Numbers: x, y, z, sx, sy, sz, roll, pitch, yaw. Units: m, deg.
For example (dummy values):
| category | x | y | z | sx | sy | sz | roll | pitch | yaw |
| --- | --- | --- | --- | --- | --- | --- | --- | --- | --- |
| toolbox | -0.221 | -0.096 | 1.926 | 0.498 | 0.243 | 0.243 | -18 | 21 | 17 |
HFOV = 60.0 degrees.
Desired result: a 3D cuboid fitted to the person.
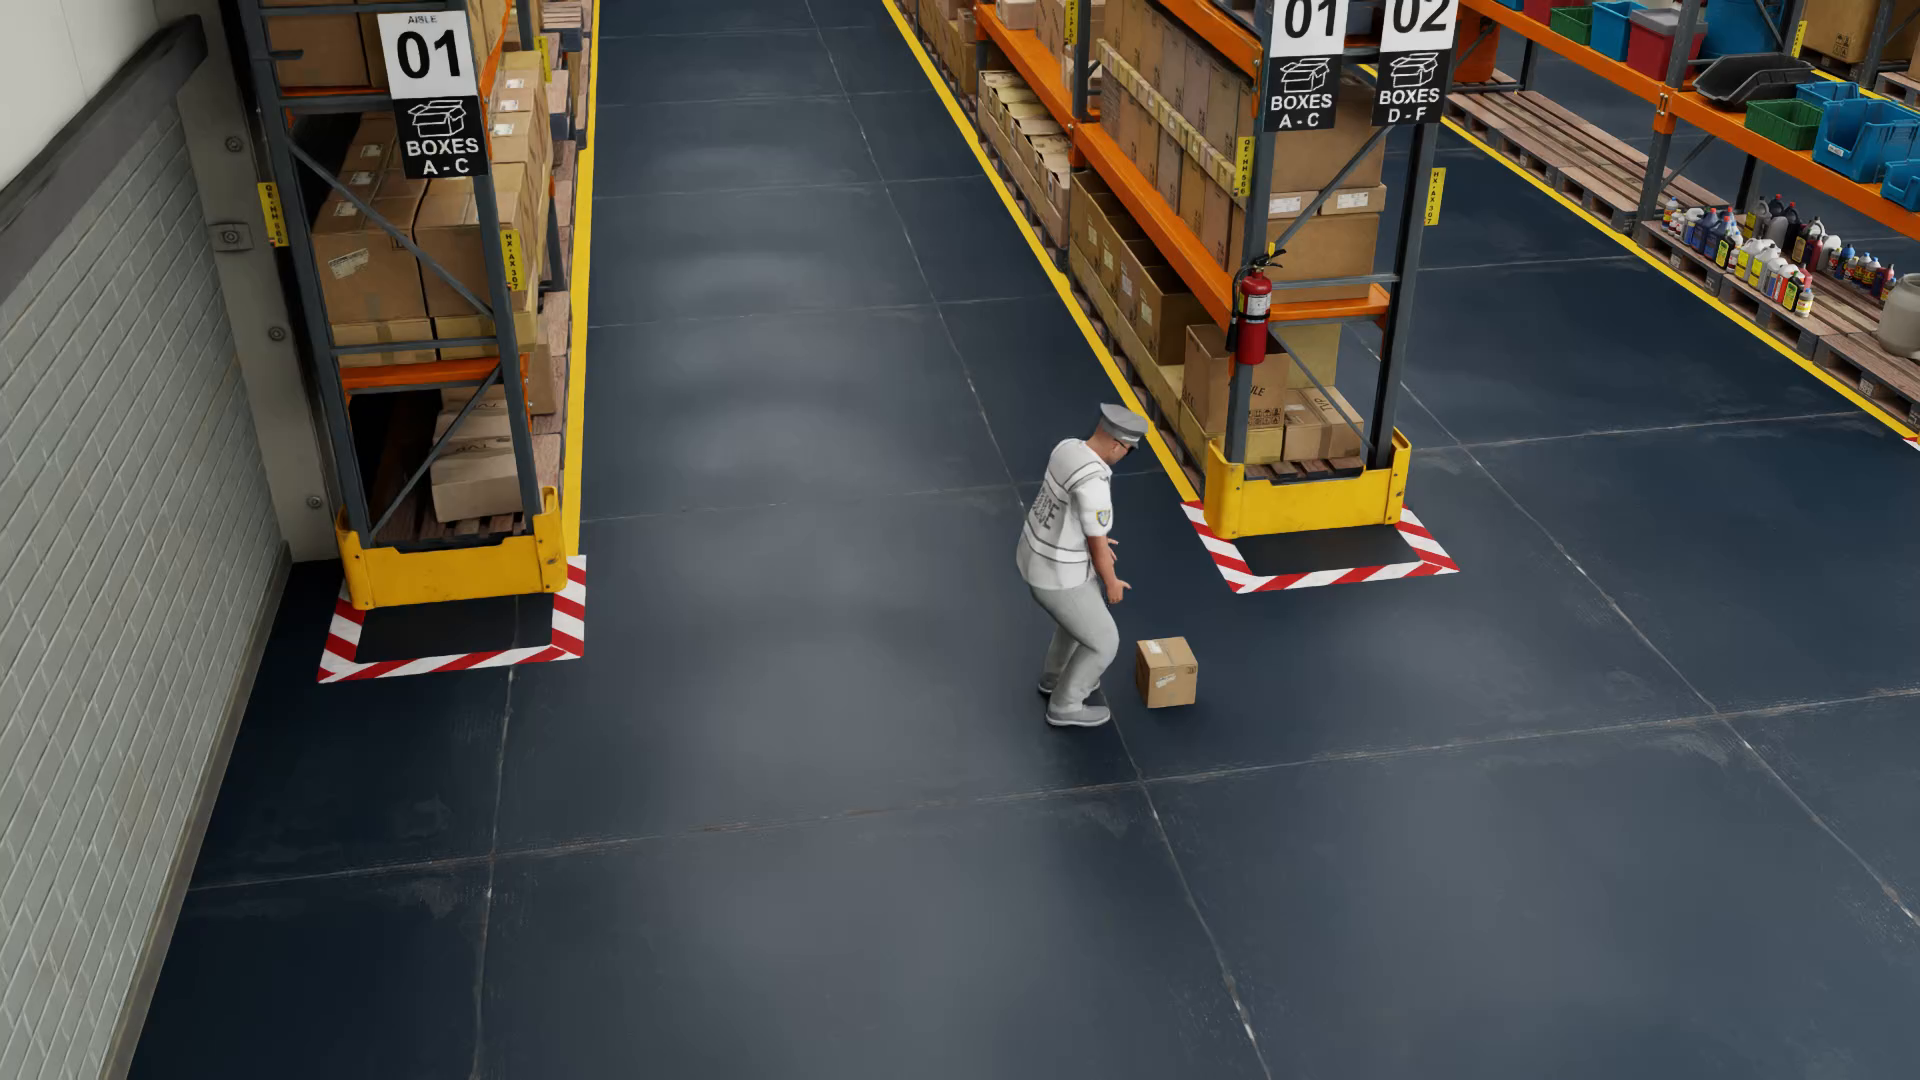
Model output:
| category | x | y | z | sx | sy | sz | roll | pitch | yaw |
| --- | --- | --- | --- | --- | --- | --- | --- | --- | --- |
| person | 0.579 | 0.114 | 8.068 | 0.608 | 1.633 | 0.575 | -5 | 31 | -8 |
